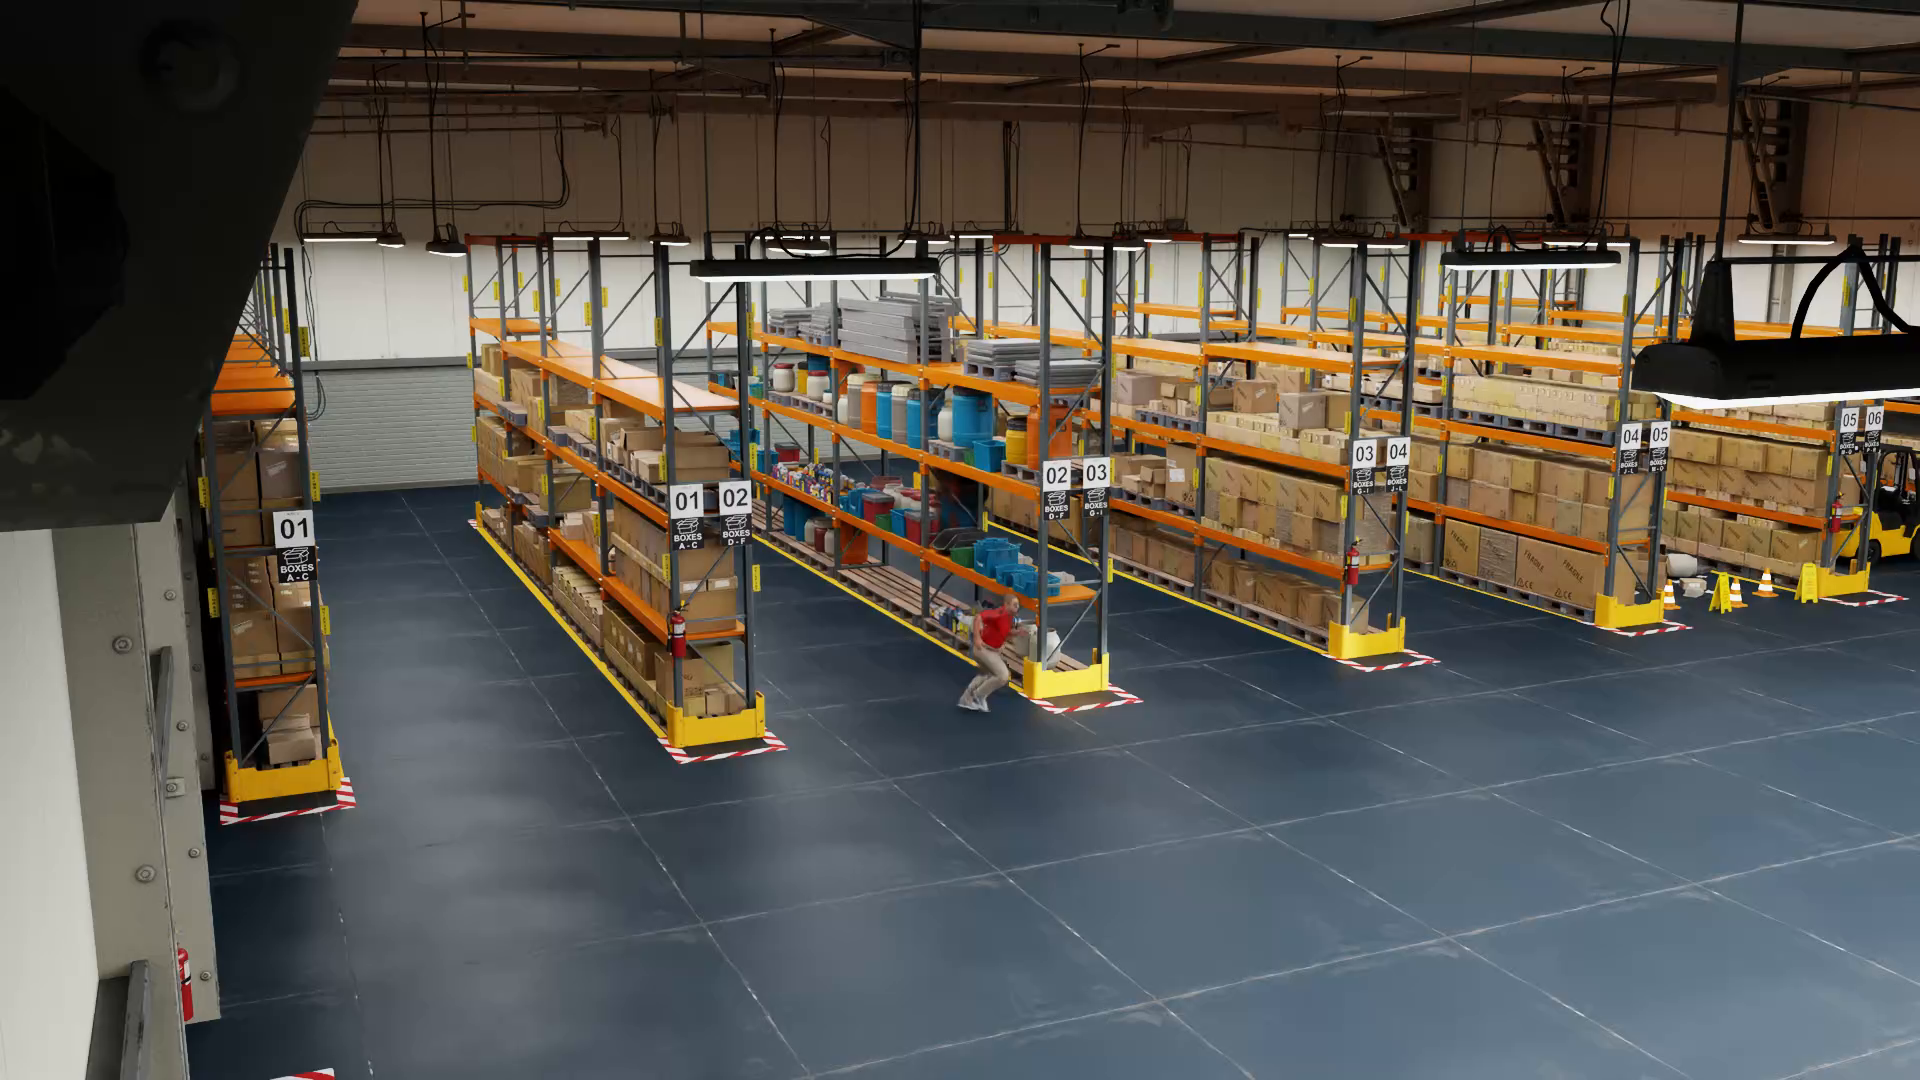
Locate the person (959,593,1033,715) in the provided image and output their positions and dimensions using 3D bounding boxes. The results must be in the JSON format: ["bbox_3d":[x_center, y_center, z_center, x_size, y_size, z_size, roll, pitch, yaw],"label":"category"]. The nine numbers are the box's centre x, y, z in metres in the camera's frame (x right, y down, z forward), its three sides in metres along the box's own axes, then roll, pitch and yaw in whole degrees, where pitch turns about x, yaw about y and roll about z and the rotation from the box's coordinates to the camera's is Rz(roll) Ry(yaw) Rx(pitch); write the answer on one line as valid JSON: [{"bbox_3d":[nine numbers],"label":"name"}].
[{"bbox_3d":[0.449,1.464,21.332,0.973,1.641,0.675,4,12,19],"label":"person"}]

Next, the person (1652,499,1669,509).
[{"bbox_3d":[14.513,-1.015,34.035,0.641,1.648,0.511,-8,13,-35],"label":"person"}]
